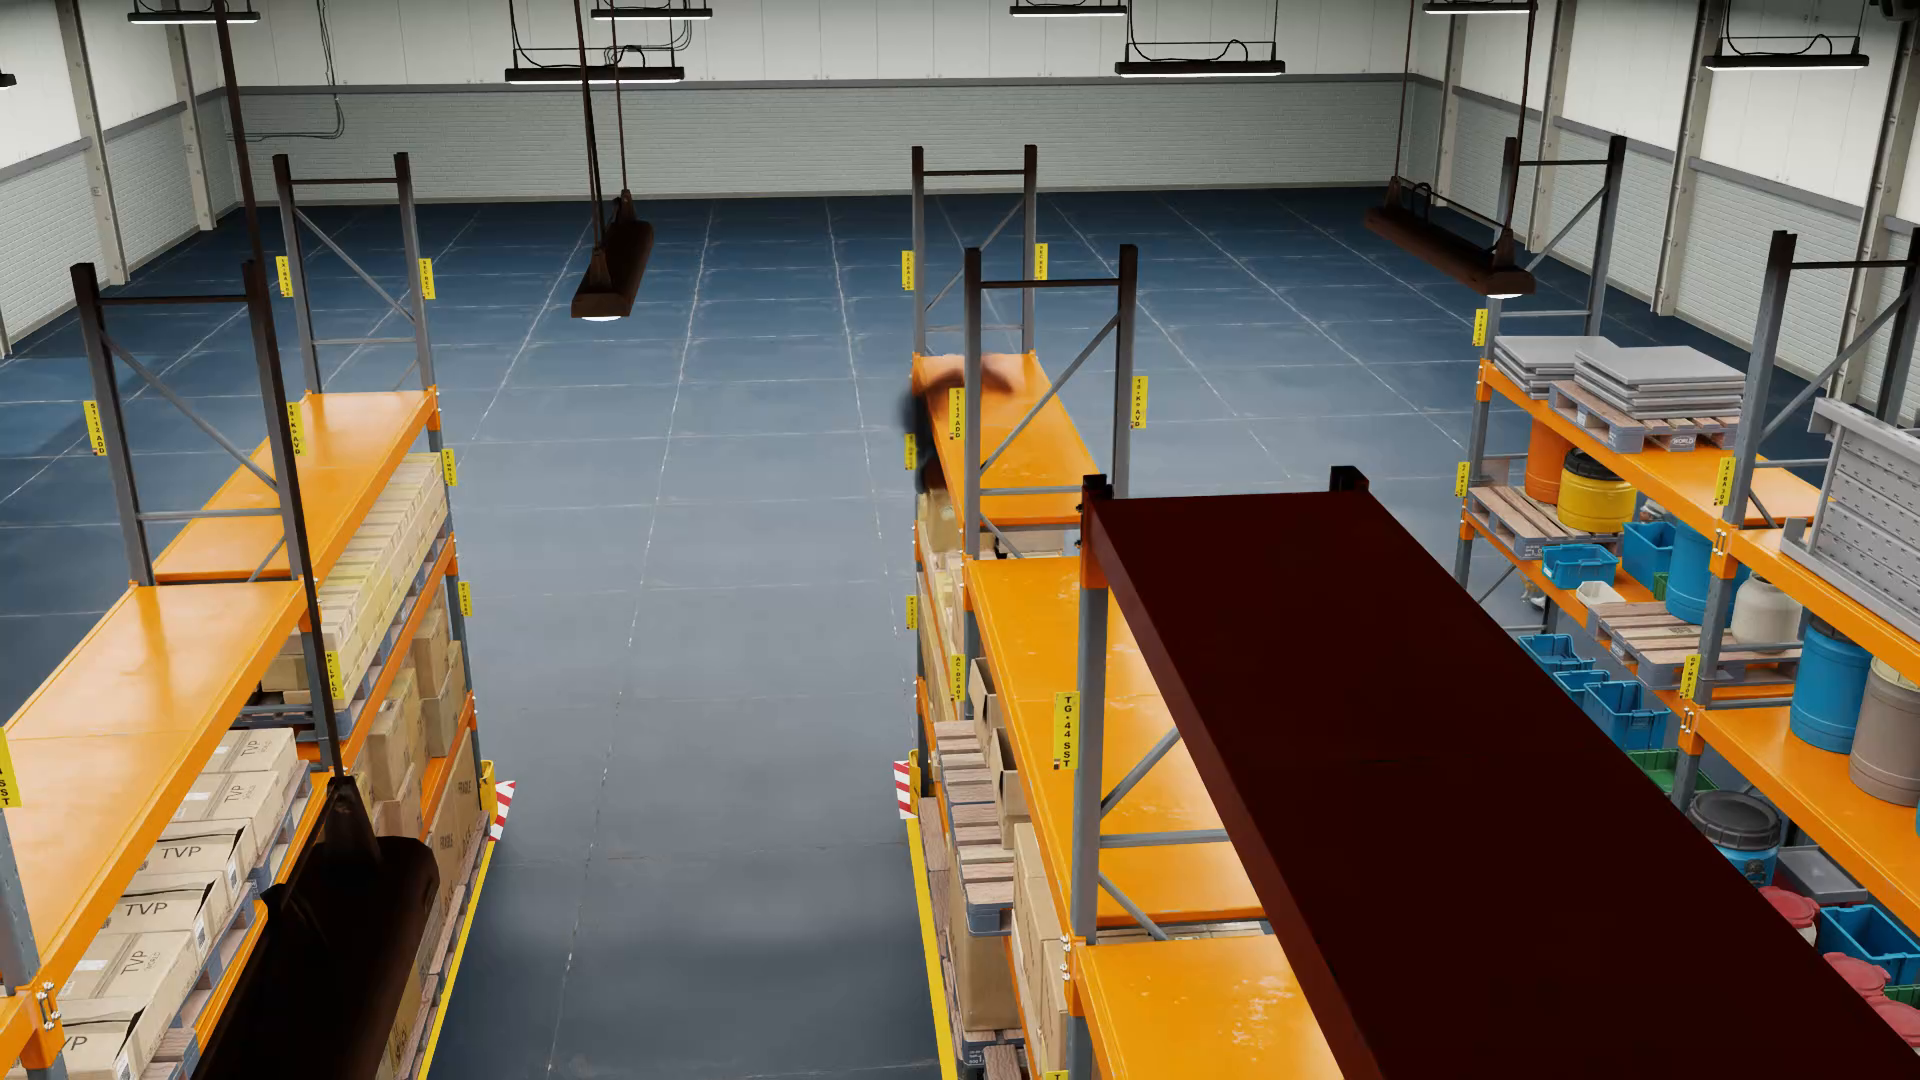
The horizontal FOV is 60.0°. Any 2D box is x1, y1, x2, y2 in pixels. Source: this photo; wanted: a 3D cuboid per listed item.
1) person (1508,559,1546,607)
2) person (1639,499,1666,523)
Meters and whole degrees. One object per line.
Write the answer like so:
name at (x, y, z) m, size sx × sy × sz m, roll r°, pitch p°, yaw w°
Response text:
person at (6.714, -0.050, 19.383) m, size 0.686 × 1.759 × 0.673 m, roll 8°, pitch 23°, yaw 18°
person at (7.532, 0.379, 18.416) m, size 0.729 × 1.740 × 0.524 m, roll 11°, pitch 24°, yaw 25°
